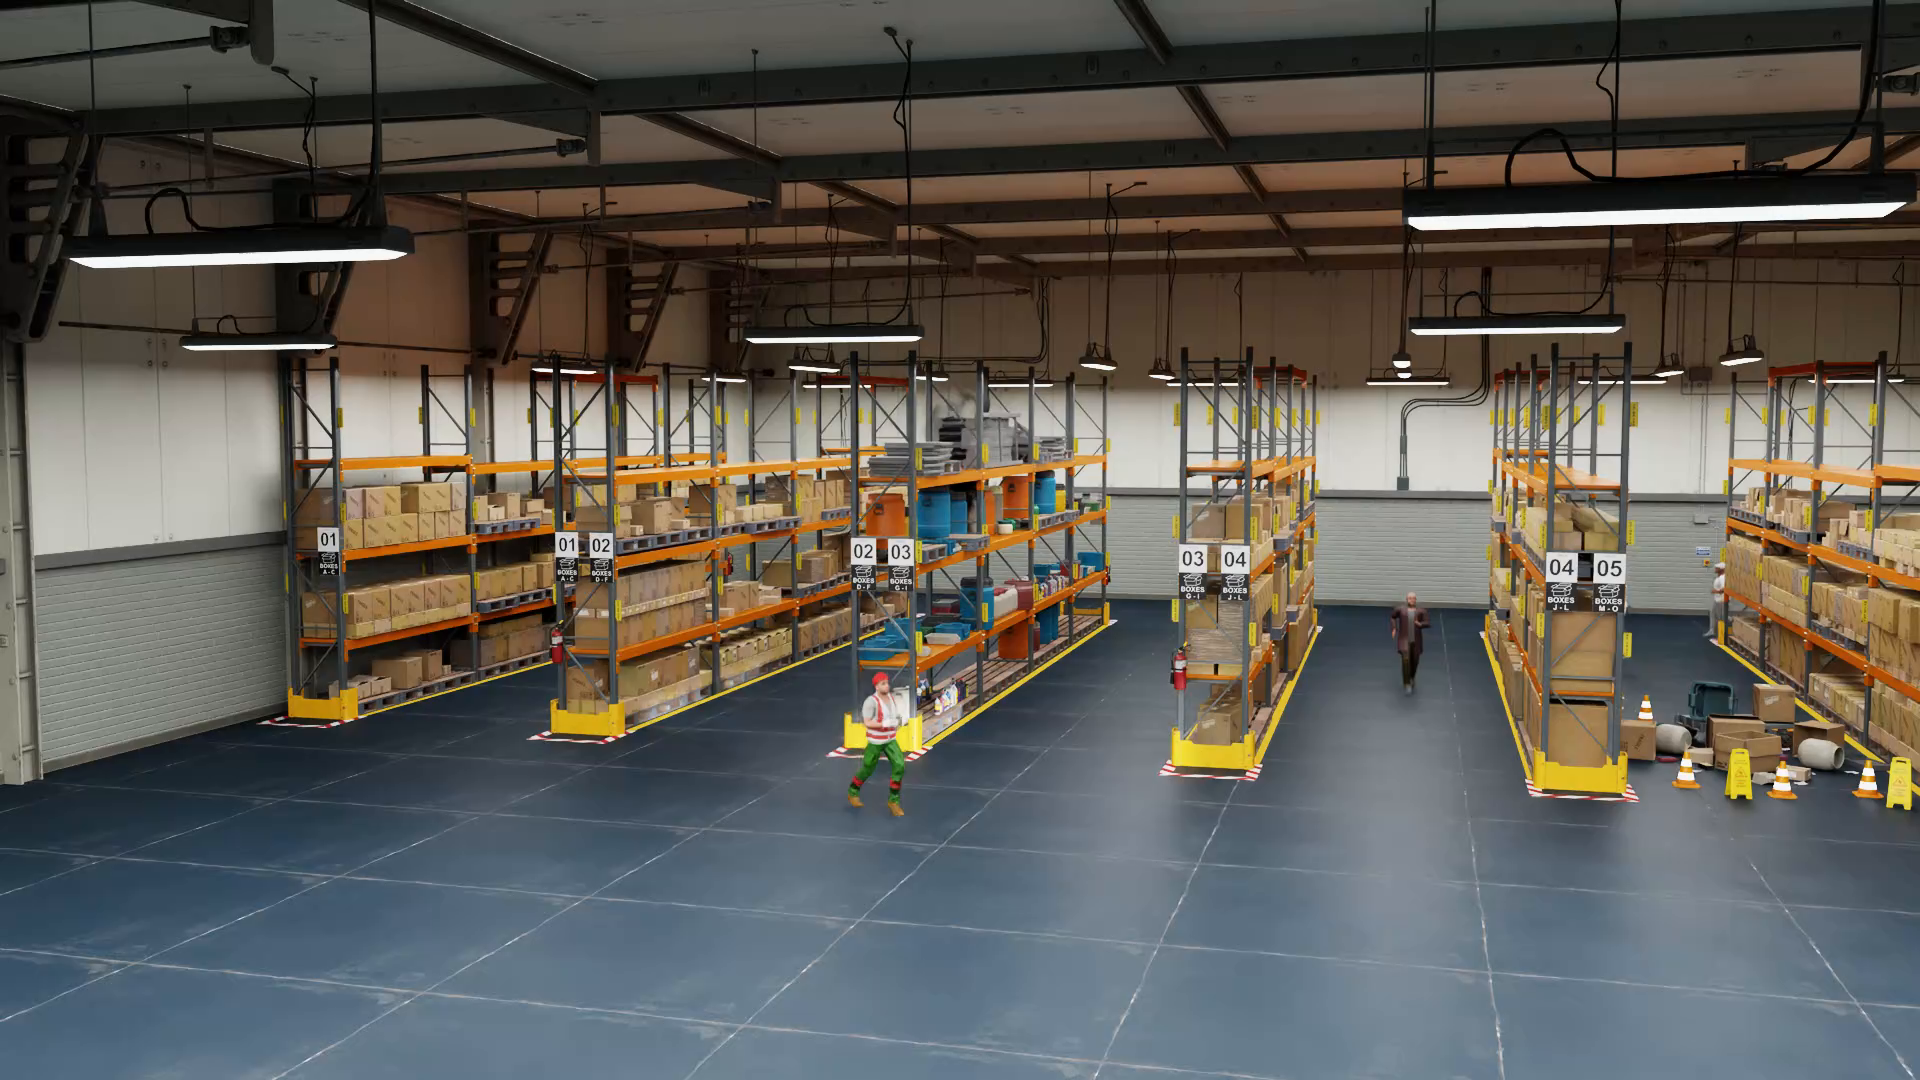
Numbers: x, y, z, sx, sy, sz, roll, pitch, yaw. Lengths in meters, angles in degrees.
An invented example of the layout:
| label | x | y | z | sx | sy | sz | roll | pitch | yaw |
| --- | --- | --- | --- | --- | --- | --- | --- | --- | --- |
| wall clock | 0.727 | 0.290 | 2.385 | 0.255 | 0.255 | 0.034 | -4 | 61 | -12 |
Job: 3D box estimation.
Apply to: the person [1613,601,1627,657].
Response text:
| label | x | y | z | sx | sy | sz | roll | pitch | yaw |
| --- | --- | --- | --- | --- | --- | --- | --- | --- | --- |
| person | 13.430 | 1.634 | 34.439 | 0.577 | 1.715 | 0.696 | 0 | 4 | 1 |

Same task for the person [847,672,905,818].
| label | x | y | z | sx | sy | sz | roll | pitch | yaw |
| --- | --- | --- | --- | --- | --- | --- | --- | --- | --- |
| person | -1.013 | 2.567 | 21.018 | 0.673 | 1.829 | 0.908 | -4 | 6 | -43 |

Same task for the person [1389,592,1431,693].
| label | x | y | z | sx | sy | sz | roll | pitch | yaw |
| --- | --- | --- | --- | --- | --- | --- | --- | --- | --- |
| person | 8.248 | 1.849 | 30.459 | 0.697 | 1.782 | 1.045 | 0 | 4 | 6 |

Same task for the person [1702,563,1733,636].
| label | x | y | z | sx | sy | sz | roll | pitch | yaw |
| --- | --- | --- | --- | --- | --- | --- | --- | --- | --- |
| person | 17.377 | 1.372 | 37.856 | 0.867 | 1.745 | 0.743 | 2 | 5 | 25 |
